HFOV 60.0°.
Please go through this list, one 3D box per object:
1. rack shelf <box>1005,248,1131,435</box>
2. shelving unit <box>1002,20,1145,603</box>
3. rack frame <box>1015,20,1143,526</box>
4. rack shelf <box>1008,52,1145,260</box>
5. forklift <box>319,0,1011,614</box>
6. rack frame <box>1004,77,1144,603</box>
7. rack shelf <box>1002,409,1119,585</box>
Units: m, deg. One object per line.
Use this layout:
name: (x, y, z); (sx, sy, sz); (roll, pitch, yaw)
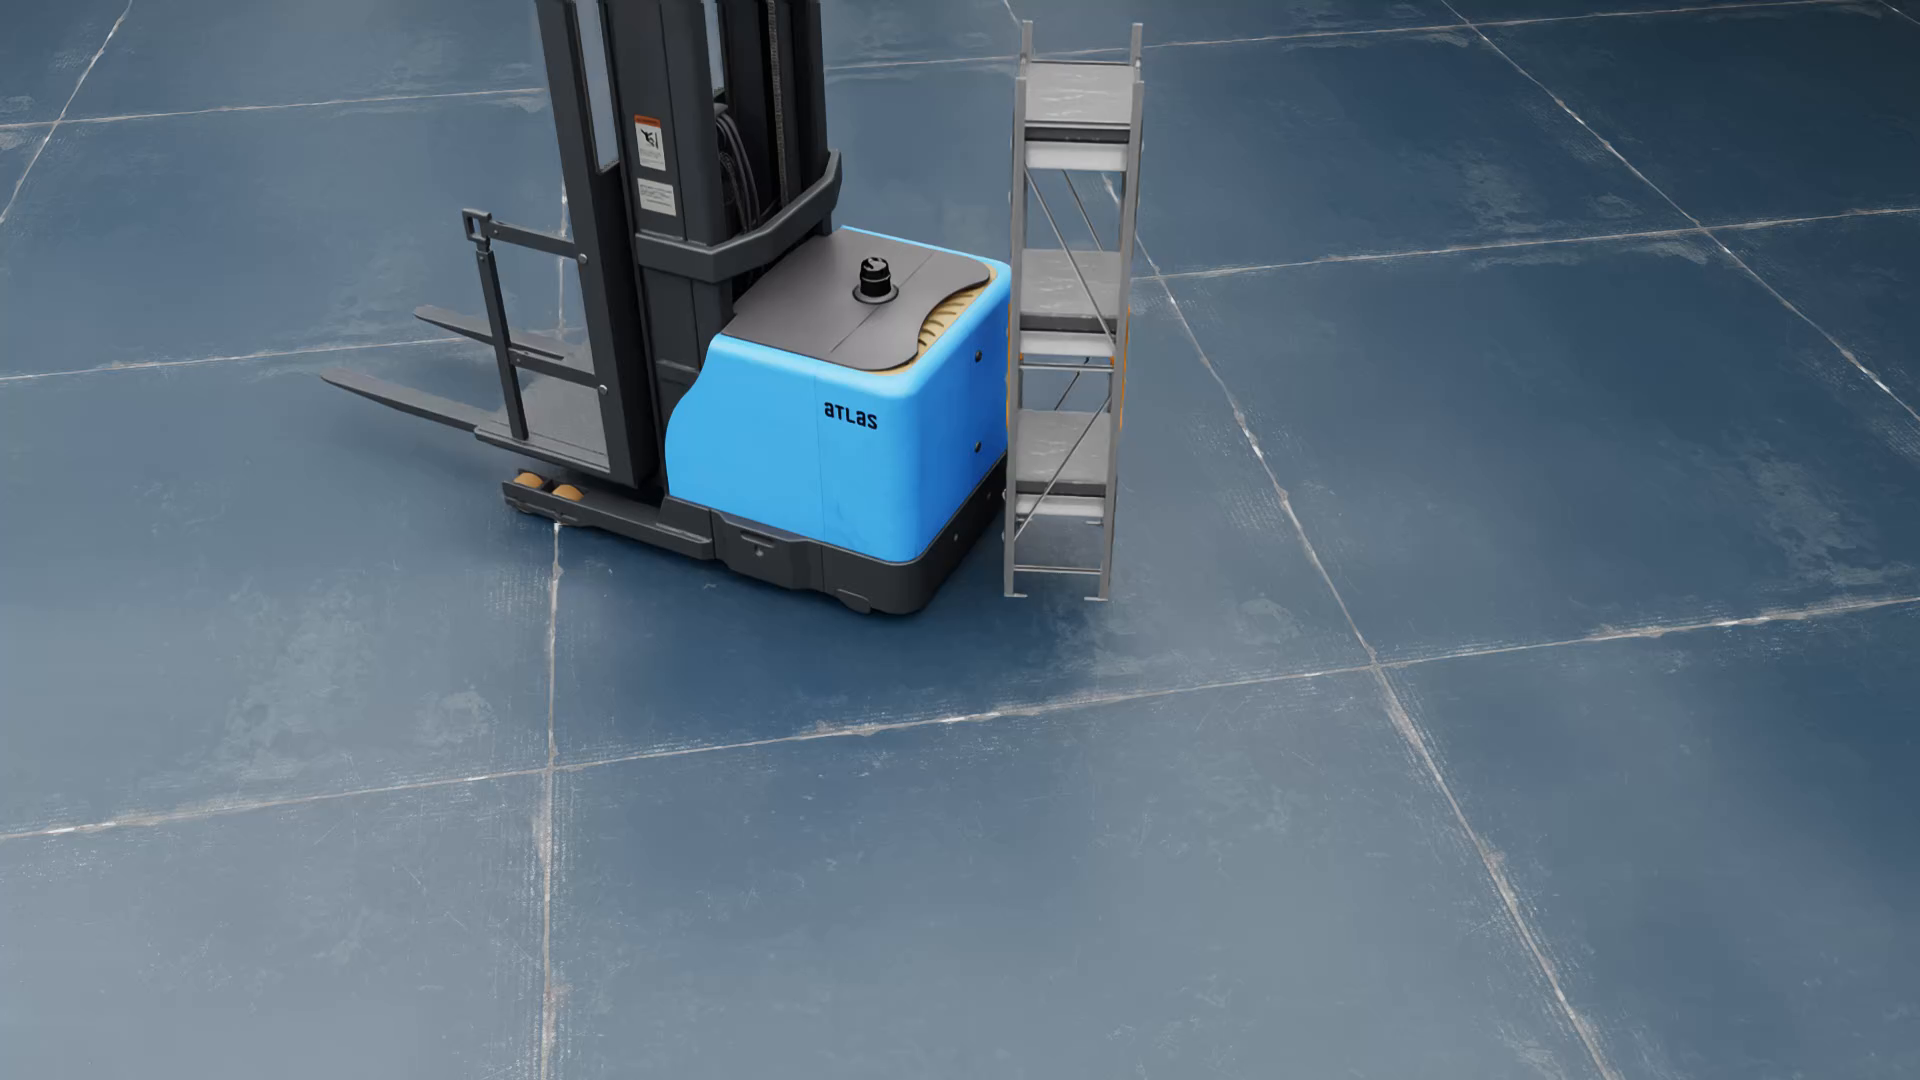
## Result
rack shelf: (0.390, -0.739, 6.012); (0.431, 0.518, 0.480); (3, 38, 3)
shelving unit: (0.390, -0.749, 6.003); (0.431, 2.100, 0.503); (3, 38, 3)
rack frame: (0.409, -0.899, 6.195); (0.400, 2.100, 0.015); (3, 38, 3)
rack shelf: (0.390, -1.291, 5.582); (0.431, 0.518, 0.480); (3, 38, 3)
forklift: (-1.316, -1.490, 6.279); (3.031, 2.935, 1.130); (16, 41, 20)
rack frame: (0.372, -0.600, 5.811); (0.400, 2.100, 0.015); (3, 38, 3)
rack shelf: (0.390, -0.186, 6.441); (0.431, 0.518, 0.480); (3, 38, 3)
